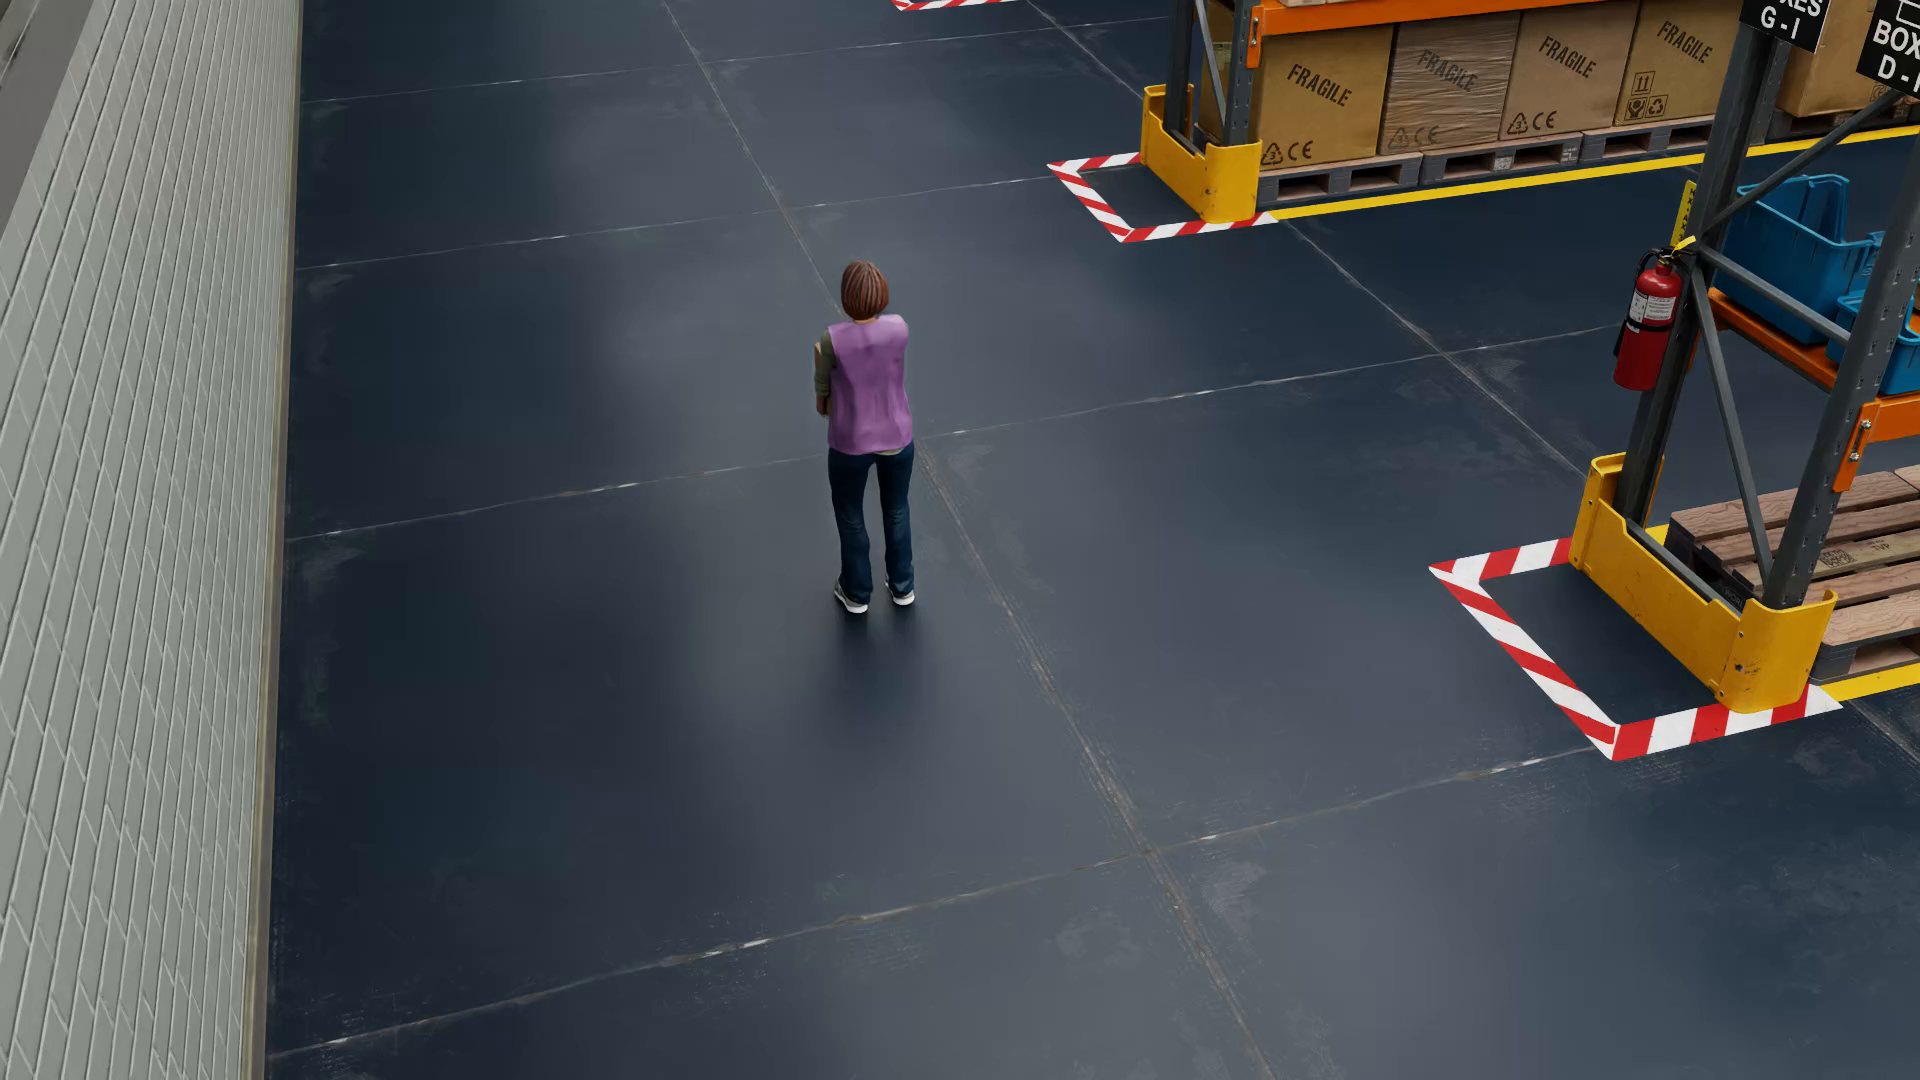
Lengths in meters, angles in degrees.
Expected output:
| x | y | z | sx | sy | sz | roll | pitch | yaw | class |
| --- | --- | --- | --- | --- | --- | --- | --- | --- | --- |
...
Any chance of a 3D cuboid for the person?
| x | y | z | sx | sy | sz | roll | pitch | yaw | class |
| --- | --- | --- | --- | --- | --- | --- | --- | --- | --- |
| -0.374 | -0.316 | 6.818 | 0.375 | 1.374 | 0.362 | -10 | 36 | -15 | person |
